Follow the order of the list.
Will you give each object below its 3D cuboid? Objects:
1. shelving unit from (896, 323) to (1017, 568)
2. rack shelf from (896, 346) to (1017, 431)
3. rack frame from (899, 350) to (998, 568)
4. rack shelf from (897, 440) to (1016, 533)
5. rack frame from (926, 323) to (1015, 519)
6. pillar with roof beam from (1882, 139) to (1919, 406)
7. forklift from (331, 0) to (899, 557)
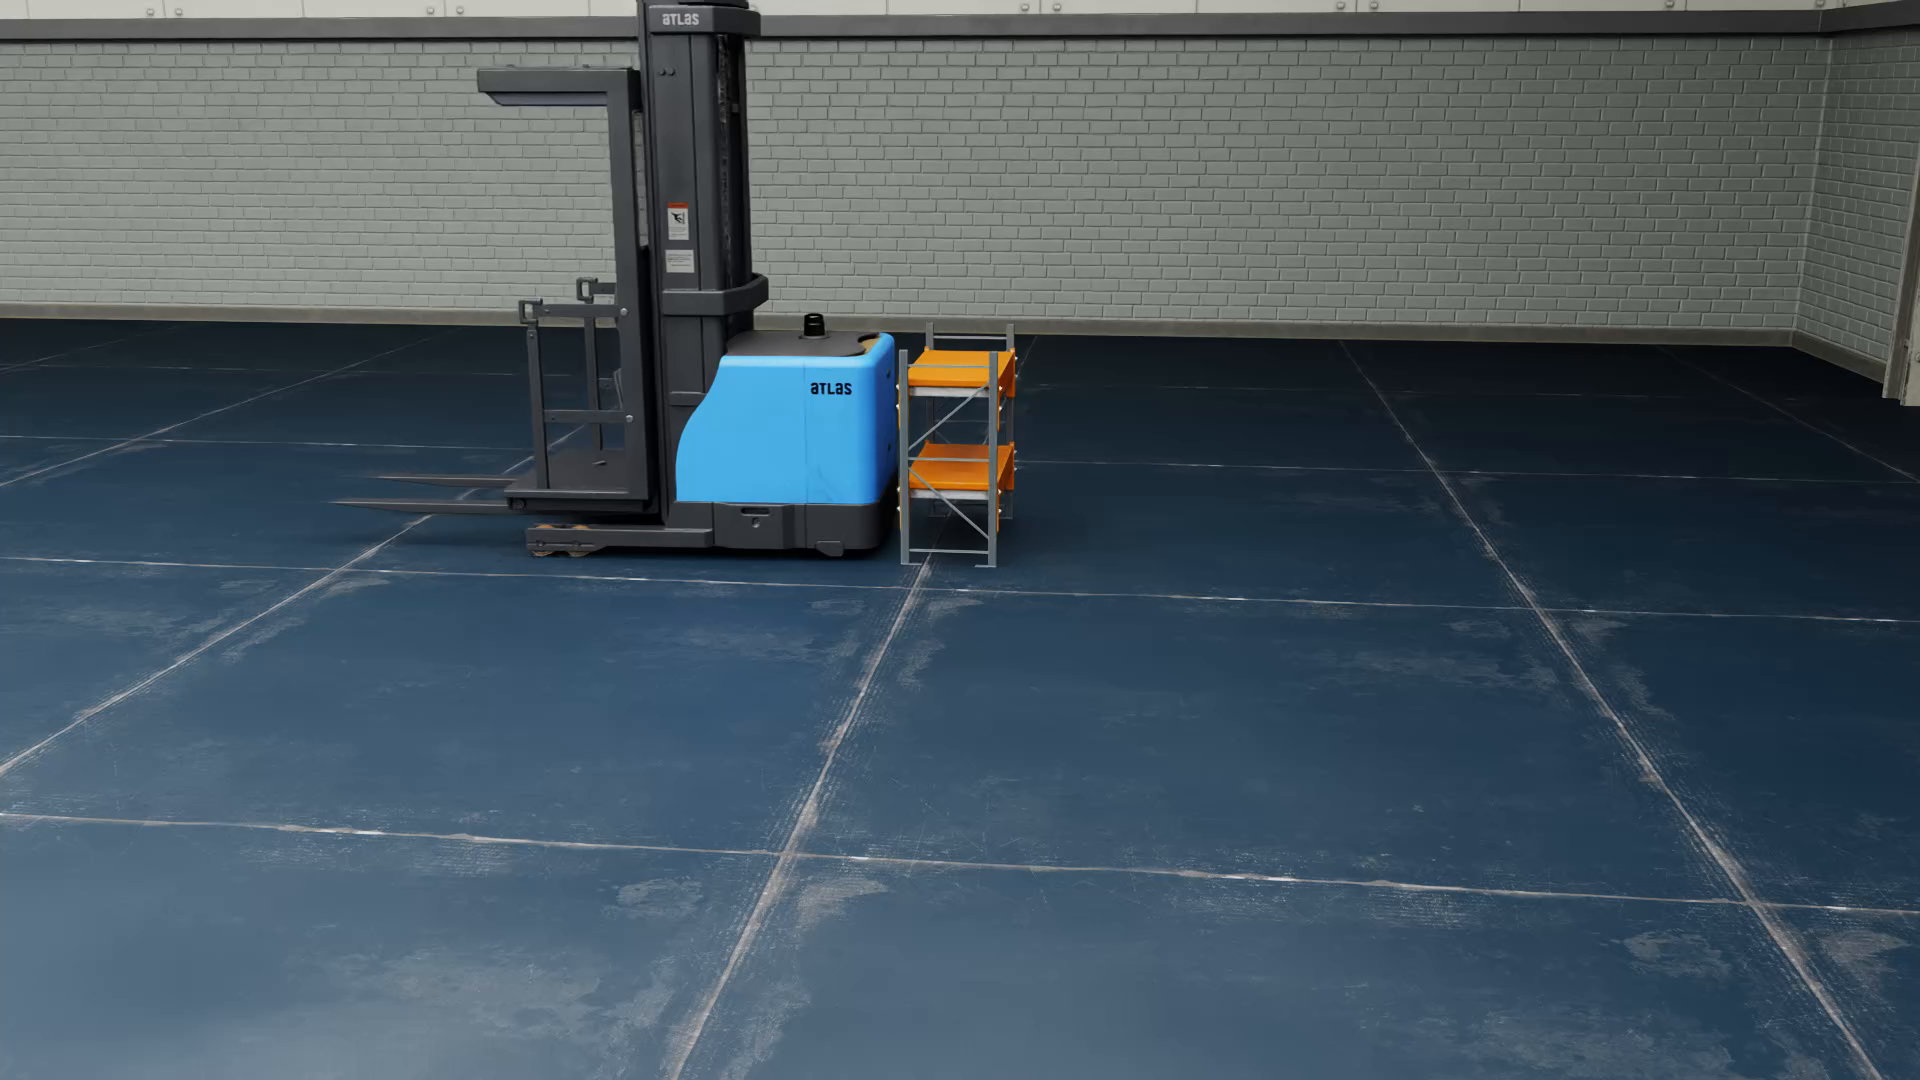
[{"bbox_3d":[-0.001,-0.541,9.009,0.538,1.125,1.048,2,15,6],"label":"shelving unit"},{"bbox_3d":[-0.001,-0.824,8.932,0.538,0.278,1.000,2,15,6],"label":"rack shelf"},{"bbox_3d":[-0.058,-0.409,8.521,0.500,1.125,0.032,2,15,6],"label":"rack frame"},{"bbox_3d":[-0.001,-0.305,9.073,0.538,0.278,1.000,2,15,6],"label":"rack shelf"},{"bbox_3d":[0.057,-0.673,9.496,0.500,1.125,0.032,2,15,6],"label":"rack frame"},{"bbox_3d":[3.306,-5.574,12.537,9.100,9.000,0.400,2,15,6],"label":"pillar with roof beam"},{"bbox_3d":[-1.898,-1.460,8.948,3.031,2.935,1.130,1,15,4],"label":"forklift"}]
